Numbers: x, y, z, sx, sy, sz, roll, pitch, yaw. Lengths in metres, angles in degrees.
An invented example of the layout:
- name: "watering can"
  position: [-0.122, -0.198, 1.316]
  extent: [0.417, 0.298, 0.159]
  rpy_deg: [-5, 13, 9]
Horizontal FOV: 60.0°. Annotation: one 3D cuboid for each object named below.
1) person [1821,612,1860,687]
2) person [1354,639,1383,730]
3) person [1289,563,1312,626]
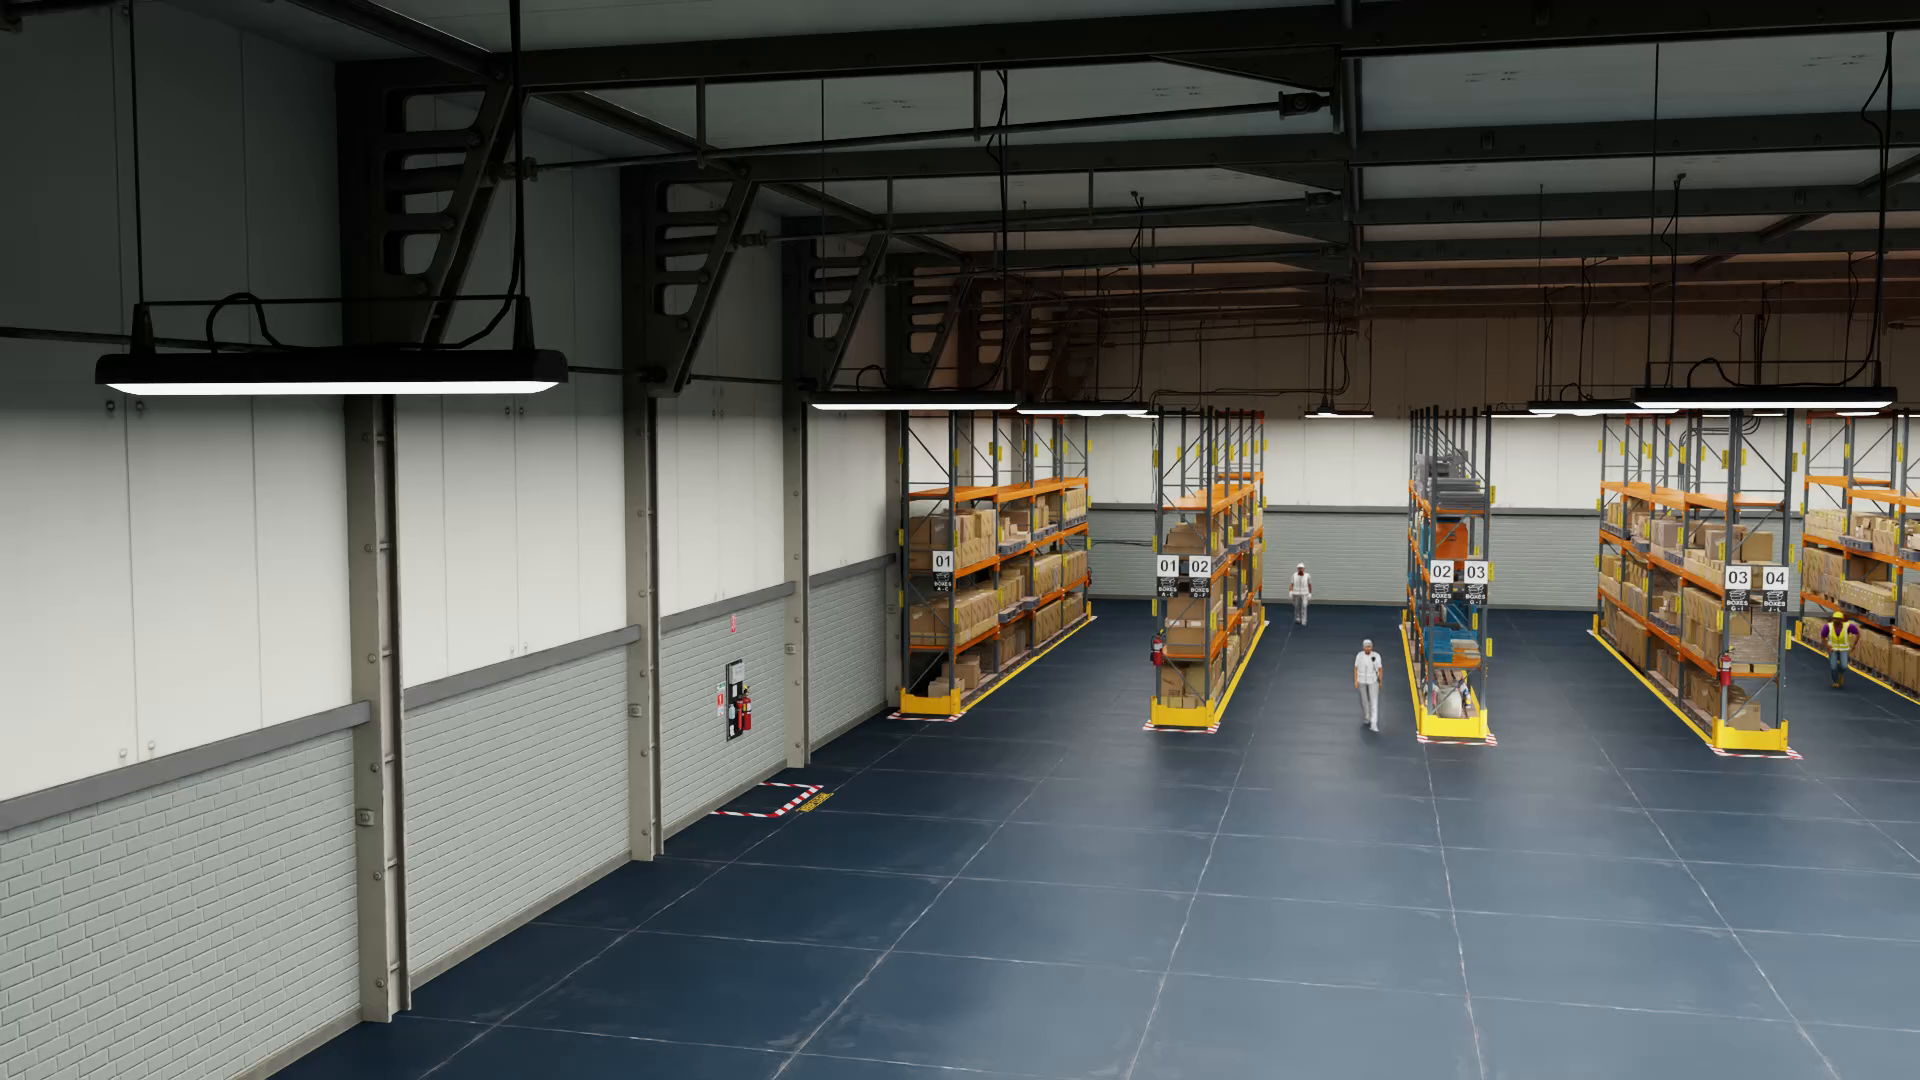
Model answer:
- name: "person"
  position: [18.819, 2.341, 35.563]
  extent: [0.753, 1.664, 0.689]
  rpy_deg: [2, 4, 23]
- name: "person"
  position: [7.614, 2.663, 31.013]
  extent: [0.537, 1.622, 0.889]
  rpy_deg: [2, 5, 28]
- name: "person"
  position: [9.534, 1.512, 46.553]
  extent: [0.612, 1.727, 1.094]
  rpy_deg: [1, 4, 12]
